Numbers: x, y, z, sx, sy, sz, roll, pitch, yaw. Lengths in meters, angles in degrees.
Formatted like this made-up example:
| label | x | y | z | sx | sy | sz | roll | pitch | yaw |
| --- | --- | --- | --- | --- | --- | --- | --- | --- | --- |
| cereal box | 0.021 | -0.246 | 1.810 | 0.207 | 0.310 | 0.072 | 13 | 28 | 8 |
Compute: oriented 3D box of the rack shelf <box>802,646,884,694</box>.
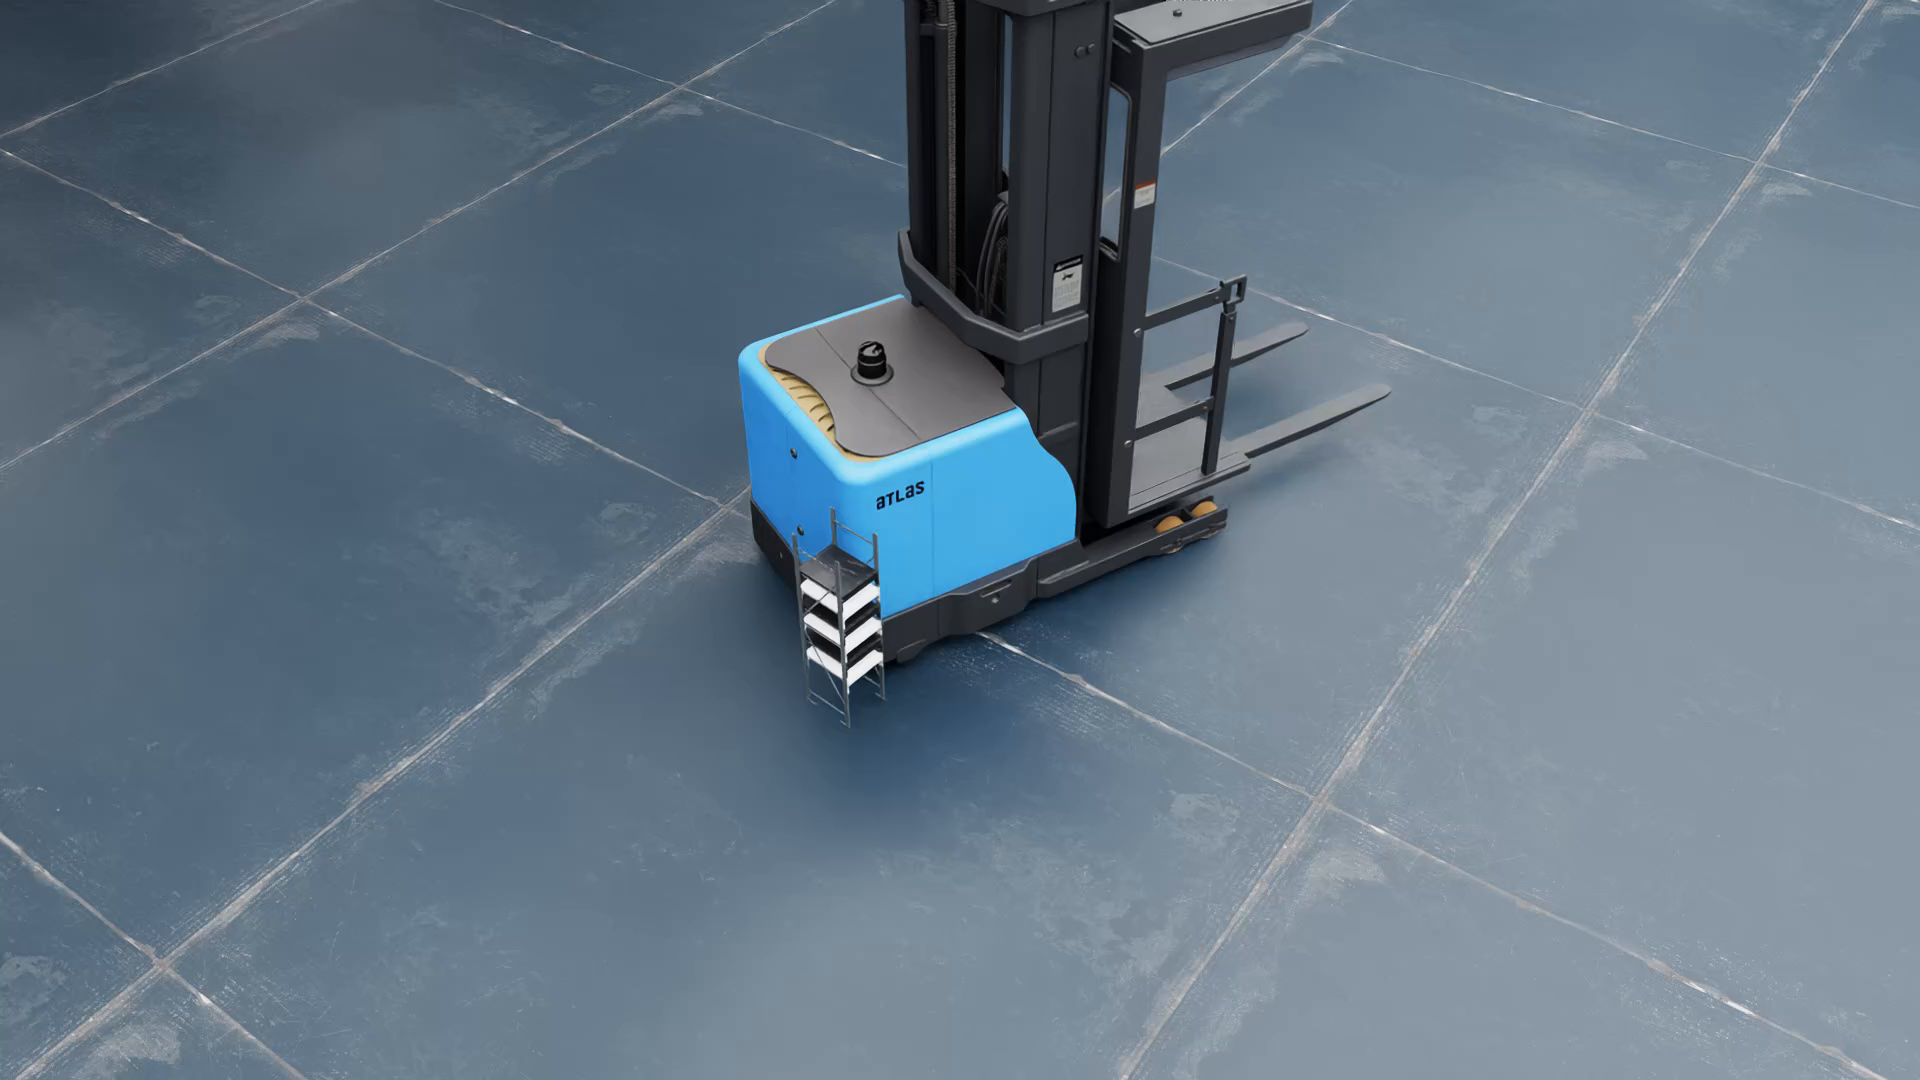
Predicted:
| label | x | y | z | sx | sy | sz | roll | pitch | yaw |
| --- | --- | --- | --- | --- | --- | --- | --- | --- | --- |
| rack shelf | -0.465 | 0.473 | 6.615 | 0.258 | 0.077 | 0.200 | 30 | 50 | 29 |

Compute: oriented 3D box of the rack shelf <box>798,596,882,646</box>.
| label | x | y | z | sx | sy | sz | roll | pitch | yaw |
| --- | --- | --- | --- | --- | --- | --- | --- | --- | --- |
| rack shelf | -0.465 | 0.272 | 6.434 | 0.258 | 0.077 | 0.200 | 30 | 50 | 29 |

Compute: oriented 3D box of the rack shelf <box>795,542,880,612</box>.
| label | x | y | z | sx | sy | sz | roll | pitch | yaw |
| --- | --- | --- | --- | --- | --- | --- | --- | --- | --- |
| rack shelf | -0.465 | 0.138 | 6.314 | 0.258 | 0.077 | 0.200 | 30 | 50 | 29 |

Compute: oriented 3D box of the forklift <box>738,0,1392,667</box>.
| label | x | y | z | sx | sy | sz | roll | pitch | yaw |
| --- | --- | --- | --- | --- | --- | --- | --- | --- | --- |
| forklift | 0.608 | -1.313 | 6.768 | 3.031 | 2.935 | 1.130 | -22 | 46 | -23 |

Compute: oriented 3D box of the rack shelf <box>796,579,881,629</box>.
| label | x | y | z | sx | sy | sz | roll | pitch | yaw |
| --- | --- | --- | --- | --- | --- | --- | --- | --- | --- |
| rack shelf | -0.465 | 0.205 | 6.374 | 0.258 | 0.077 | 0.200 | 30 | 50 | 29 |

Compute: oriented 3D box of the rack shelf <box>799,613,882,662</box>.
| label | x | y | z | sx | sy | sz | roll | pitch | yaw |
| --- | --- | --- | --- | --- | --- | --- | --- | --- | --- |
| rack shelf | -0.465 | 0.339 | 6.495 | 0.258 | 0.077 | 0.200 | 30 | 50 | 29 |

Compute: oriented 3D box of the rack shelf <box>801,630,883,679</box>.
| label | x | y | z | sx | sy | sz | roll | pitch | yaw |
| --- | --- | --- | --- | --- | --- | --- | --- | --- | --- |
| rack shelf | -0.465 | 0.406 | 6.555 | 0.258 | 0.077 | 0.200 | 30 | 50 | 29 |

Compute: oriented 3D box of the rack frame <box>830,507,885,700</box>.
| label | x | y | z | sx | sy | sz | roll | pitch | yaw |
| --- | --- | --- | --- | --- | --- | --- | --- | --- | --- |
| rack frame | -0.399 | 0.263 | 6.529 | 0.240 | 0.900 | 0.006 | 30 | 50 | 29 |

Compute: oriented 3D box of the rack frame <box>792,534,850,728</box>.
| label | x | y | z | sx | sy | sz | roll | pitch | yaw |
| --- | --- | --- | --- | --- | --- | --- | --- | --- | --- |
| rack frame | -0.532 | 0.365 | 6.415 | 0.240 | 0.900 | 0.006 | 30 | 50 | 29 |

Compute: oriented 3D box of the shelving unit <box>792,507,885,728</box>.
| label | x | y | z | sx | sy | sz | roll | pitch | yaw |
| --- | --- | --- | --- | --- | --- | --- | --- | --- | --- |
| shelving unit | -0.465 | 0.314 | 6.472 | 0.258 | 0.900 | 0.210 | 30 | 50 | 29 |
